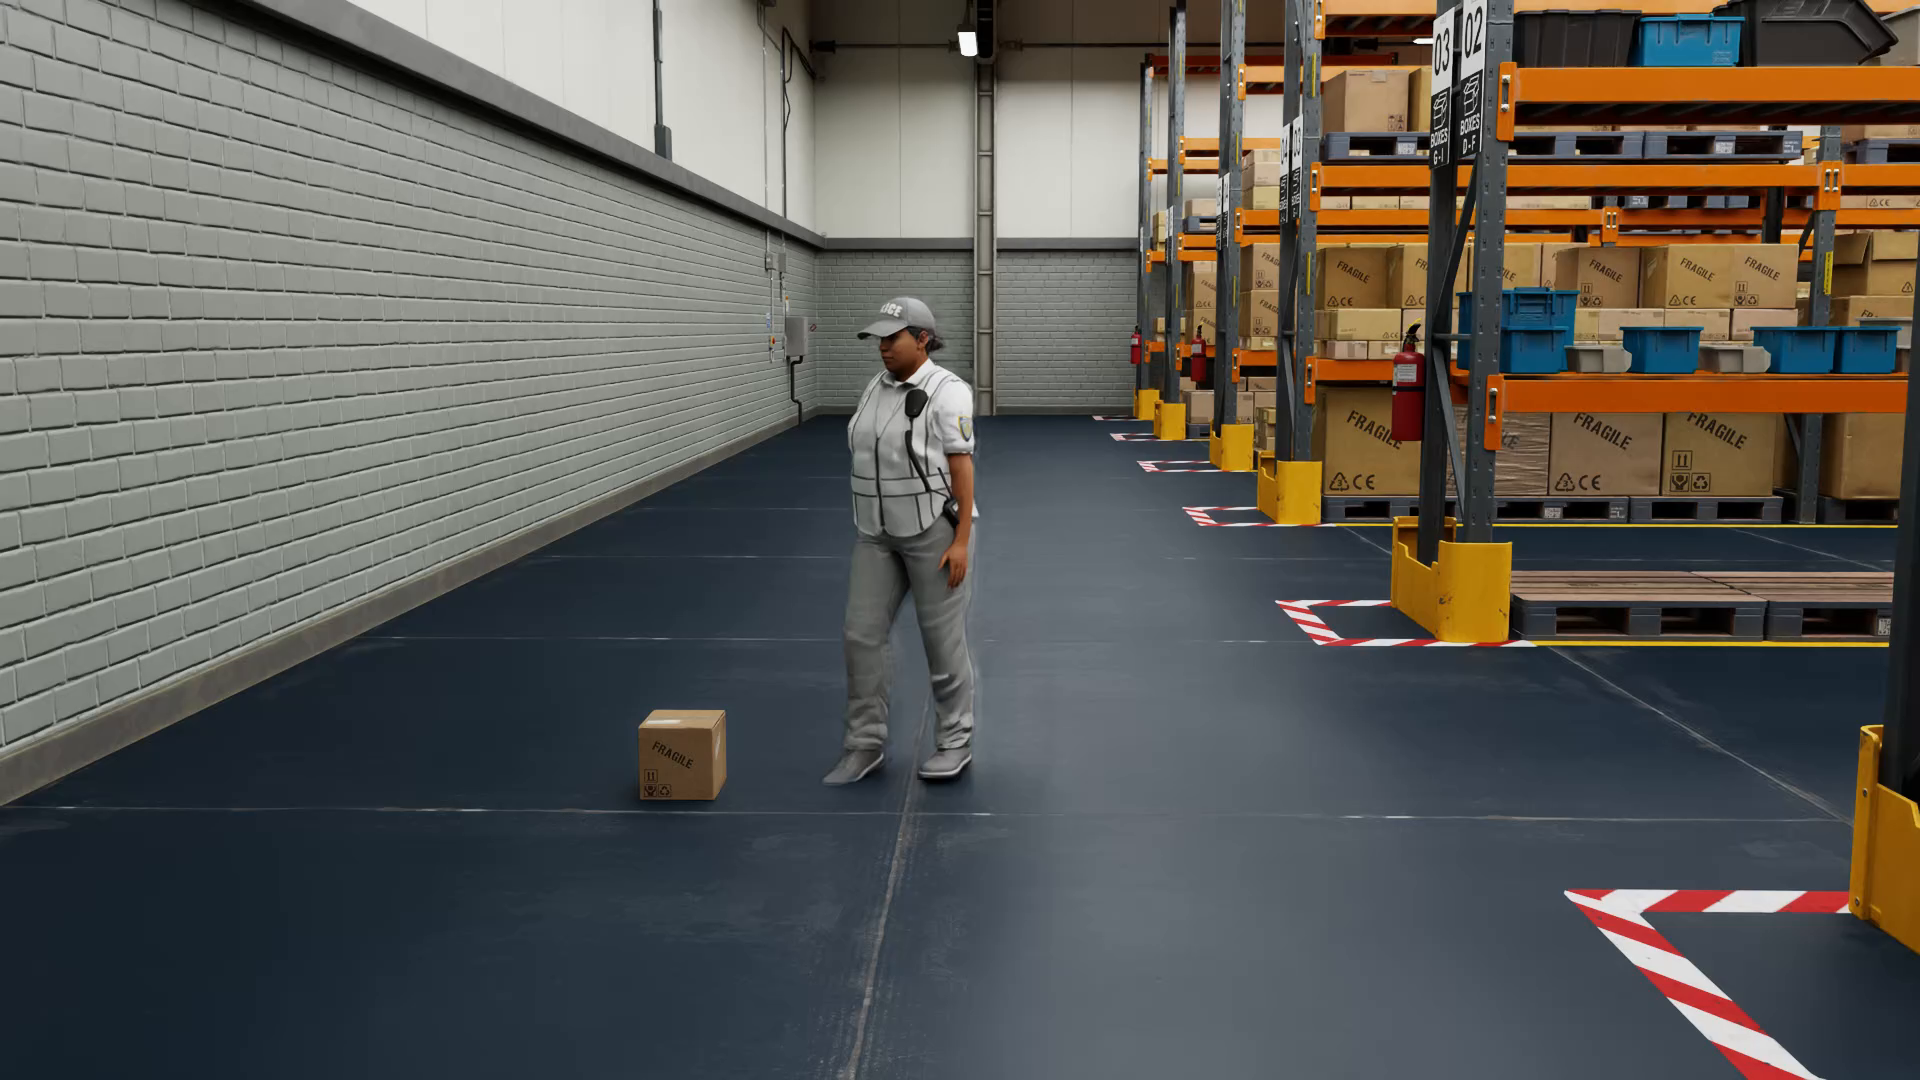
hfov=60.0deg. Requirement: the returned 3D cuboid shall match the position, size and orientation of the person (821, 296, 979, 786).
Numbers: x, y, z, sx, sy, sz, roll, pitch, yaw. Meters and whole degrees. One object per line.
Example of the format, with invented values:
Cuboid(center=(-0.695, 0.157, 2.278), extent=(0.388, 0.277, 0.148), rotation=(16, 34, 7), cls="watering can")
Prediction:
Cuboid(center=(-0.197, 0.020, 5.740), extent=(0.489, 1.707, 0.521), rotation=(5, 9, 35), cls="person")
